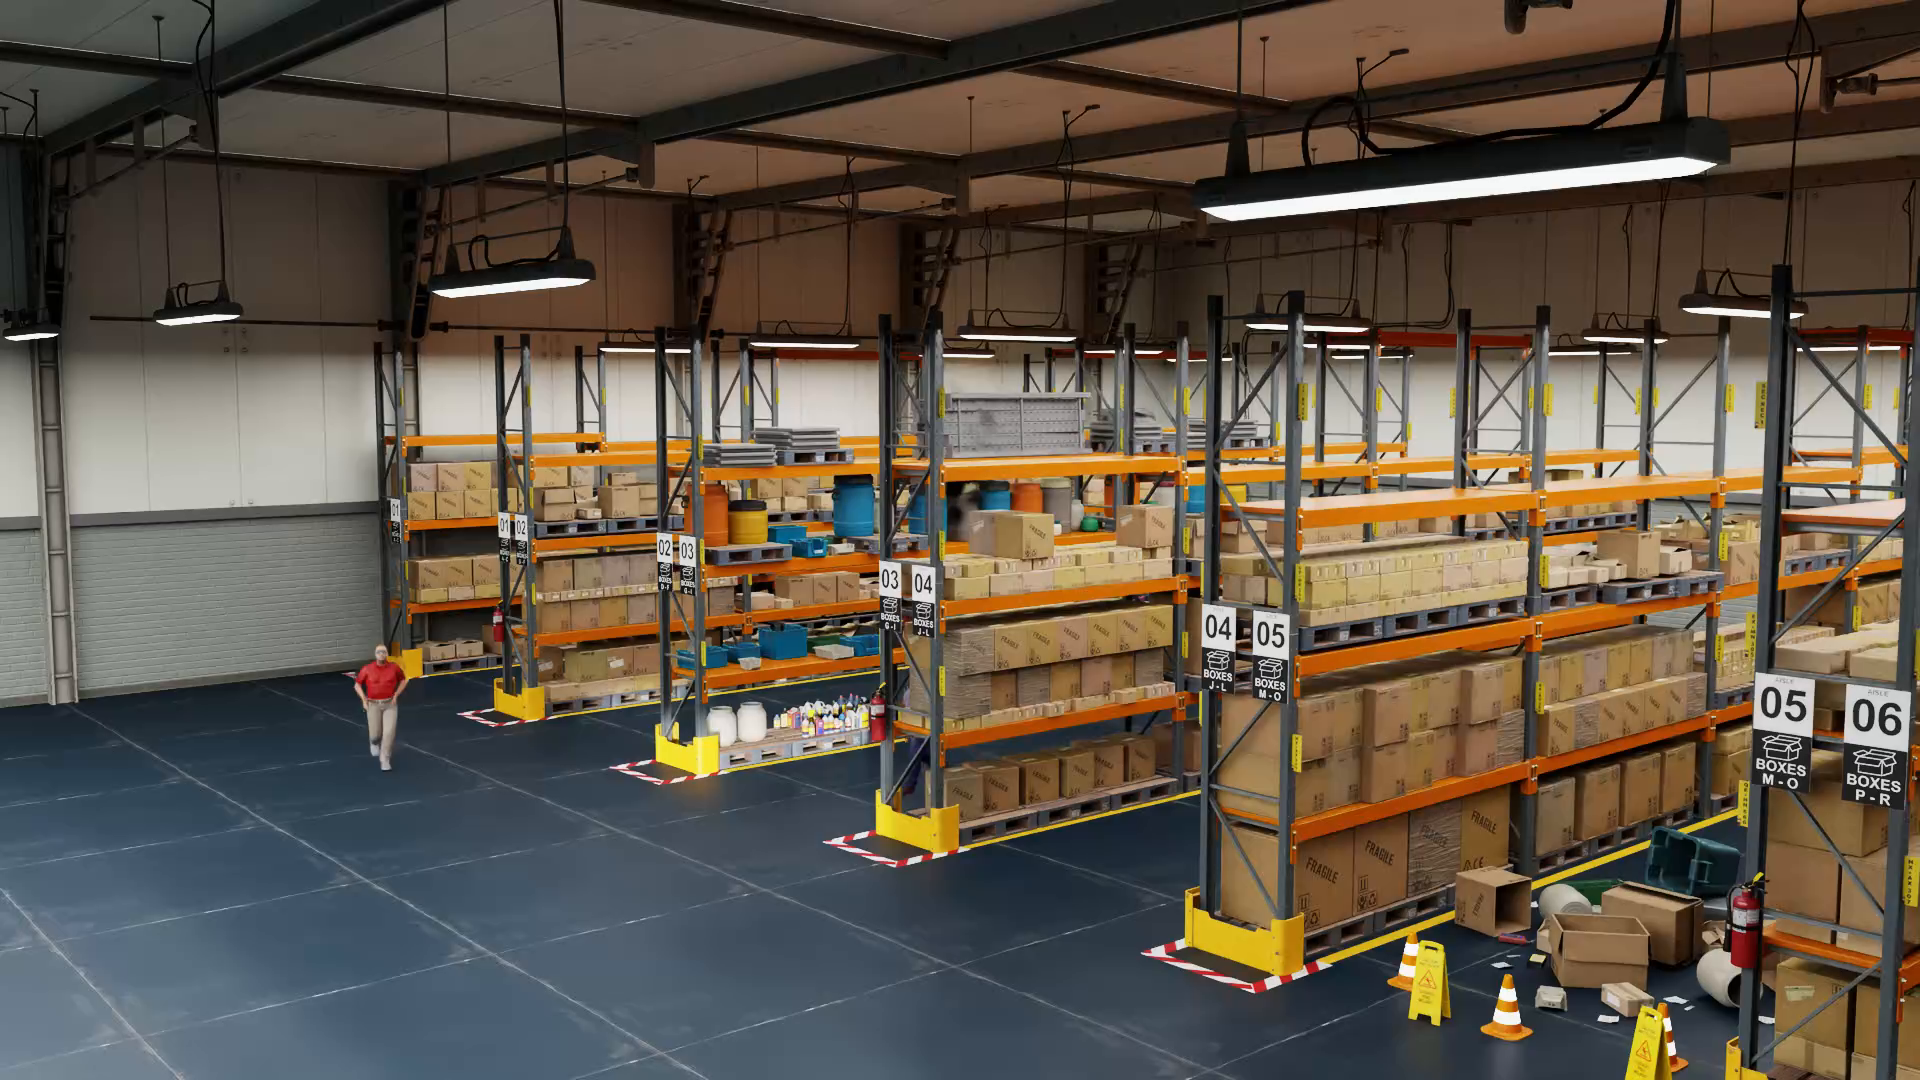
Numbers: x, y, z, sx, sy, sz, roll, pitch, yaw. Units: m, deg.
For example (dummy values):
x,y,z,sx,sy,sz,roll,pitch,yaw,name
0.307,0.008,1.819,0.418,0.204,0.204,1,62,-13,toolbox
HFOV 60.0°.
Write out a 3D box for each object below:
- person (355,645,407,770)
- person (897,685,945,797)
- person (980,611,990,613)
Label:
x,y,z,sx,sy,sz,roll,pitch,yaw,name
-7.877,2.261,22.669,0.680,1.681,0.706,-3,6,-26,person
-0.499,2.367,21.007,0.941,1.607,0.607,-5,7,-41,person
0.395,1.451,28.399,0.598,1.715,0.672,-5,7,-41,person
